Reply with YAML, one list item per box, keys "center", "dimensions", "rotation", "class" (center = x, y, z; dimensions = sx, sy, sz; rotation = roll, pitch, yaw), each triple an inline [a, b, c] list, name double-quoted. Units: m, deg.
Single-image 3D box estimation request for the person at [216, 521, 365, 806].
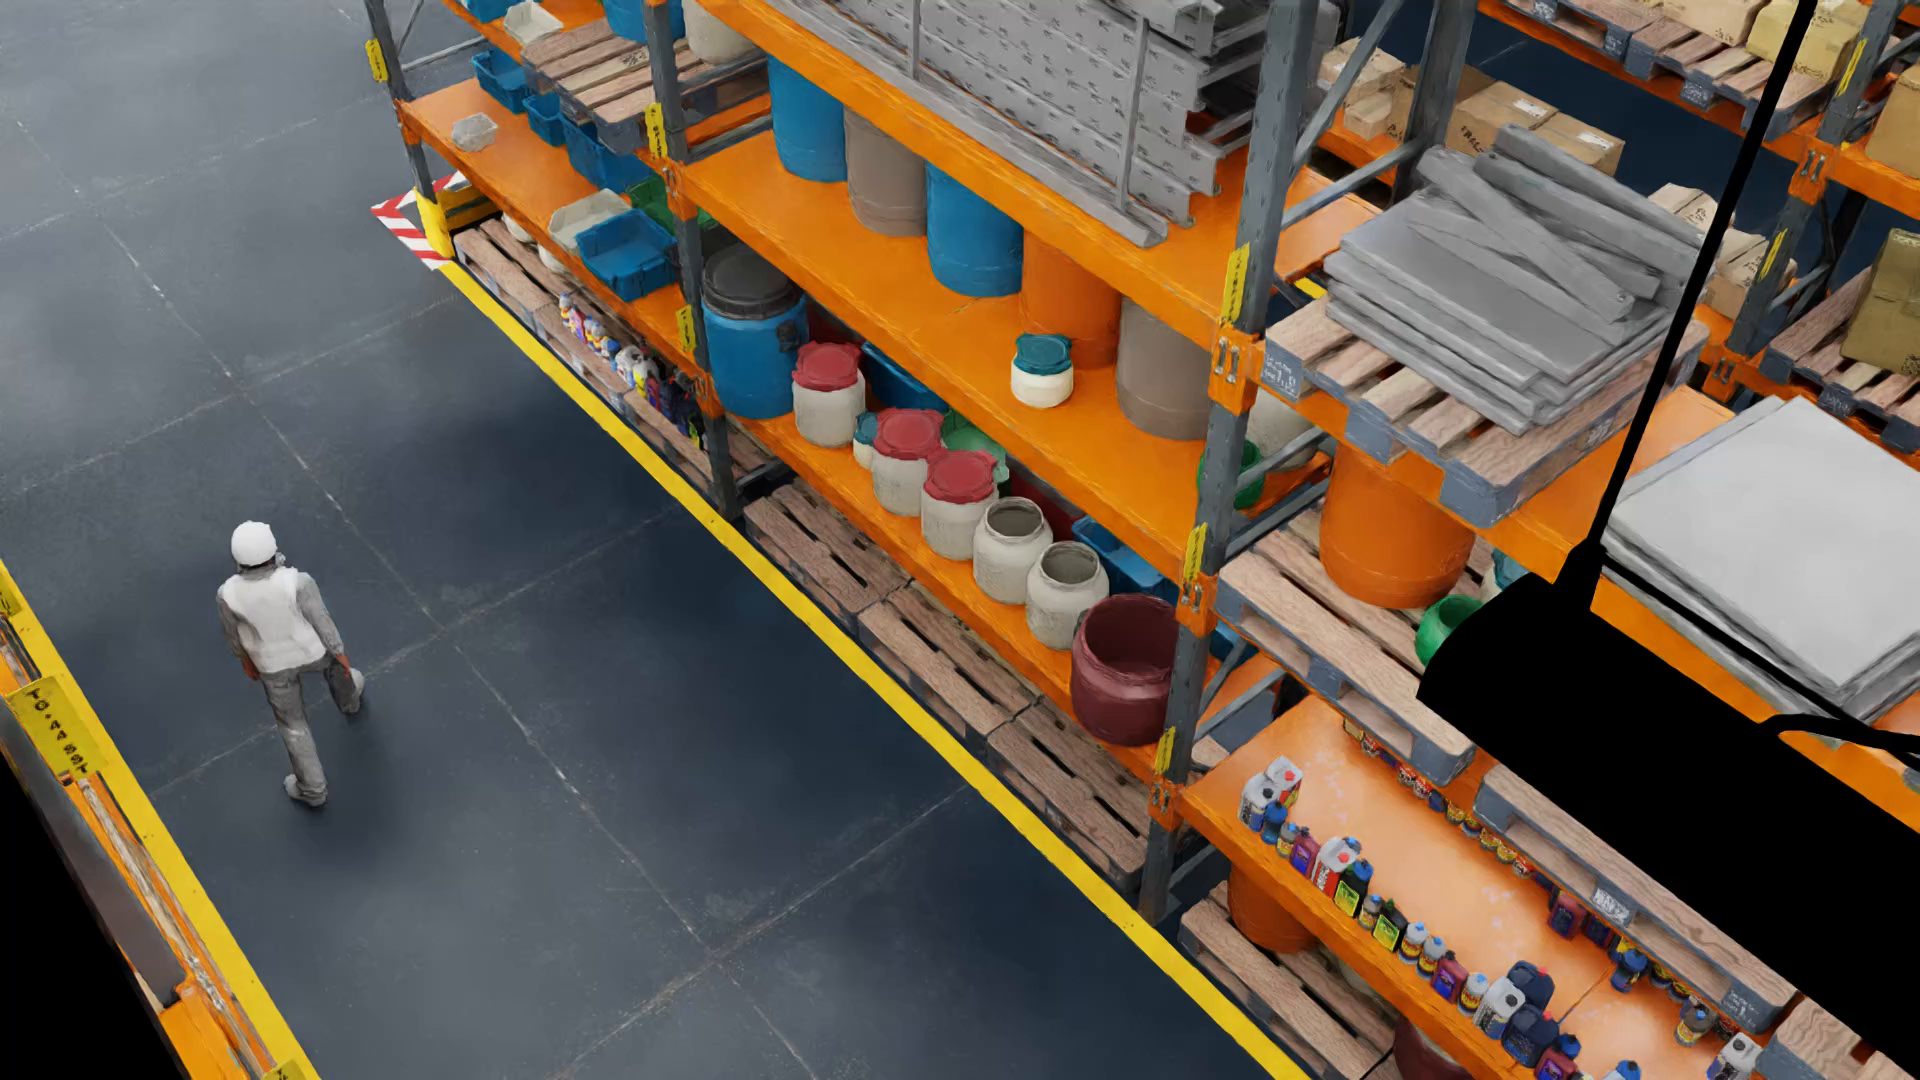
- center: [-3.713, 0.620, 9.217]
  dimensions: [0.574, 1.721, 0.955]
  rotation: [-14, 48, -13]
  class: "person"
